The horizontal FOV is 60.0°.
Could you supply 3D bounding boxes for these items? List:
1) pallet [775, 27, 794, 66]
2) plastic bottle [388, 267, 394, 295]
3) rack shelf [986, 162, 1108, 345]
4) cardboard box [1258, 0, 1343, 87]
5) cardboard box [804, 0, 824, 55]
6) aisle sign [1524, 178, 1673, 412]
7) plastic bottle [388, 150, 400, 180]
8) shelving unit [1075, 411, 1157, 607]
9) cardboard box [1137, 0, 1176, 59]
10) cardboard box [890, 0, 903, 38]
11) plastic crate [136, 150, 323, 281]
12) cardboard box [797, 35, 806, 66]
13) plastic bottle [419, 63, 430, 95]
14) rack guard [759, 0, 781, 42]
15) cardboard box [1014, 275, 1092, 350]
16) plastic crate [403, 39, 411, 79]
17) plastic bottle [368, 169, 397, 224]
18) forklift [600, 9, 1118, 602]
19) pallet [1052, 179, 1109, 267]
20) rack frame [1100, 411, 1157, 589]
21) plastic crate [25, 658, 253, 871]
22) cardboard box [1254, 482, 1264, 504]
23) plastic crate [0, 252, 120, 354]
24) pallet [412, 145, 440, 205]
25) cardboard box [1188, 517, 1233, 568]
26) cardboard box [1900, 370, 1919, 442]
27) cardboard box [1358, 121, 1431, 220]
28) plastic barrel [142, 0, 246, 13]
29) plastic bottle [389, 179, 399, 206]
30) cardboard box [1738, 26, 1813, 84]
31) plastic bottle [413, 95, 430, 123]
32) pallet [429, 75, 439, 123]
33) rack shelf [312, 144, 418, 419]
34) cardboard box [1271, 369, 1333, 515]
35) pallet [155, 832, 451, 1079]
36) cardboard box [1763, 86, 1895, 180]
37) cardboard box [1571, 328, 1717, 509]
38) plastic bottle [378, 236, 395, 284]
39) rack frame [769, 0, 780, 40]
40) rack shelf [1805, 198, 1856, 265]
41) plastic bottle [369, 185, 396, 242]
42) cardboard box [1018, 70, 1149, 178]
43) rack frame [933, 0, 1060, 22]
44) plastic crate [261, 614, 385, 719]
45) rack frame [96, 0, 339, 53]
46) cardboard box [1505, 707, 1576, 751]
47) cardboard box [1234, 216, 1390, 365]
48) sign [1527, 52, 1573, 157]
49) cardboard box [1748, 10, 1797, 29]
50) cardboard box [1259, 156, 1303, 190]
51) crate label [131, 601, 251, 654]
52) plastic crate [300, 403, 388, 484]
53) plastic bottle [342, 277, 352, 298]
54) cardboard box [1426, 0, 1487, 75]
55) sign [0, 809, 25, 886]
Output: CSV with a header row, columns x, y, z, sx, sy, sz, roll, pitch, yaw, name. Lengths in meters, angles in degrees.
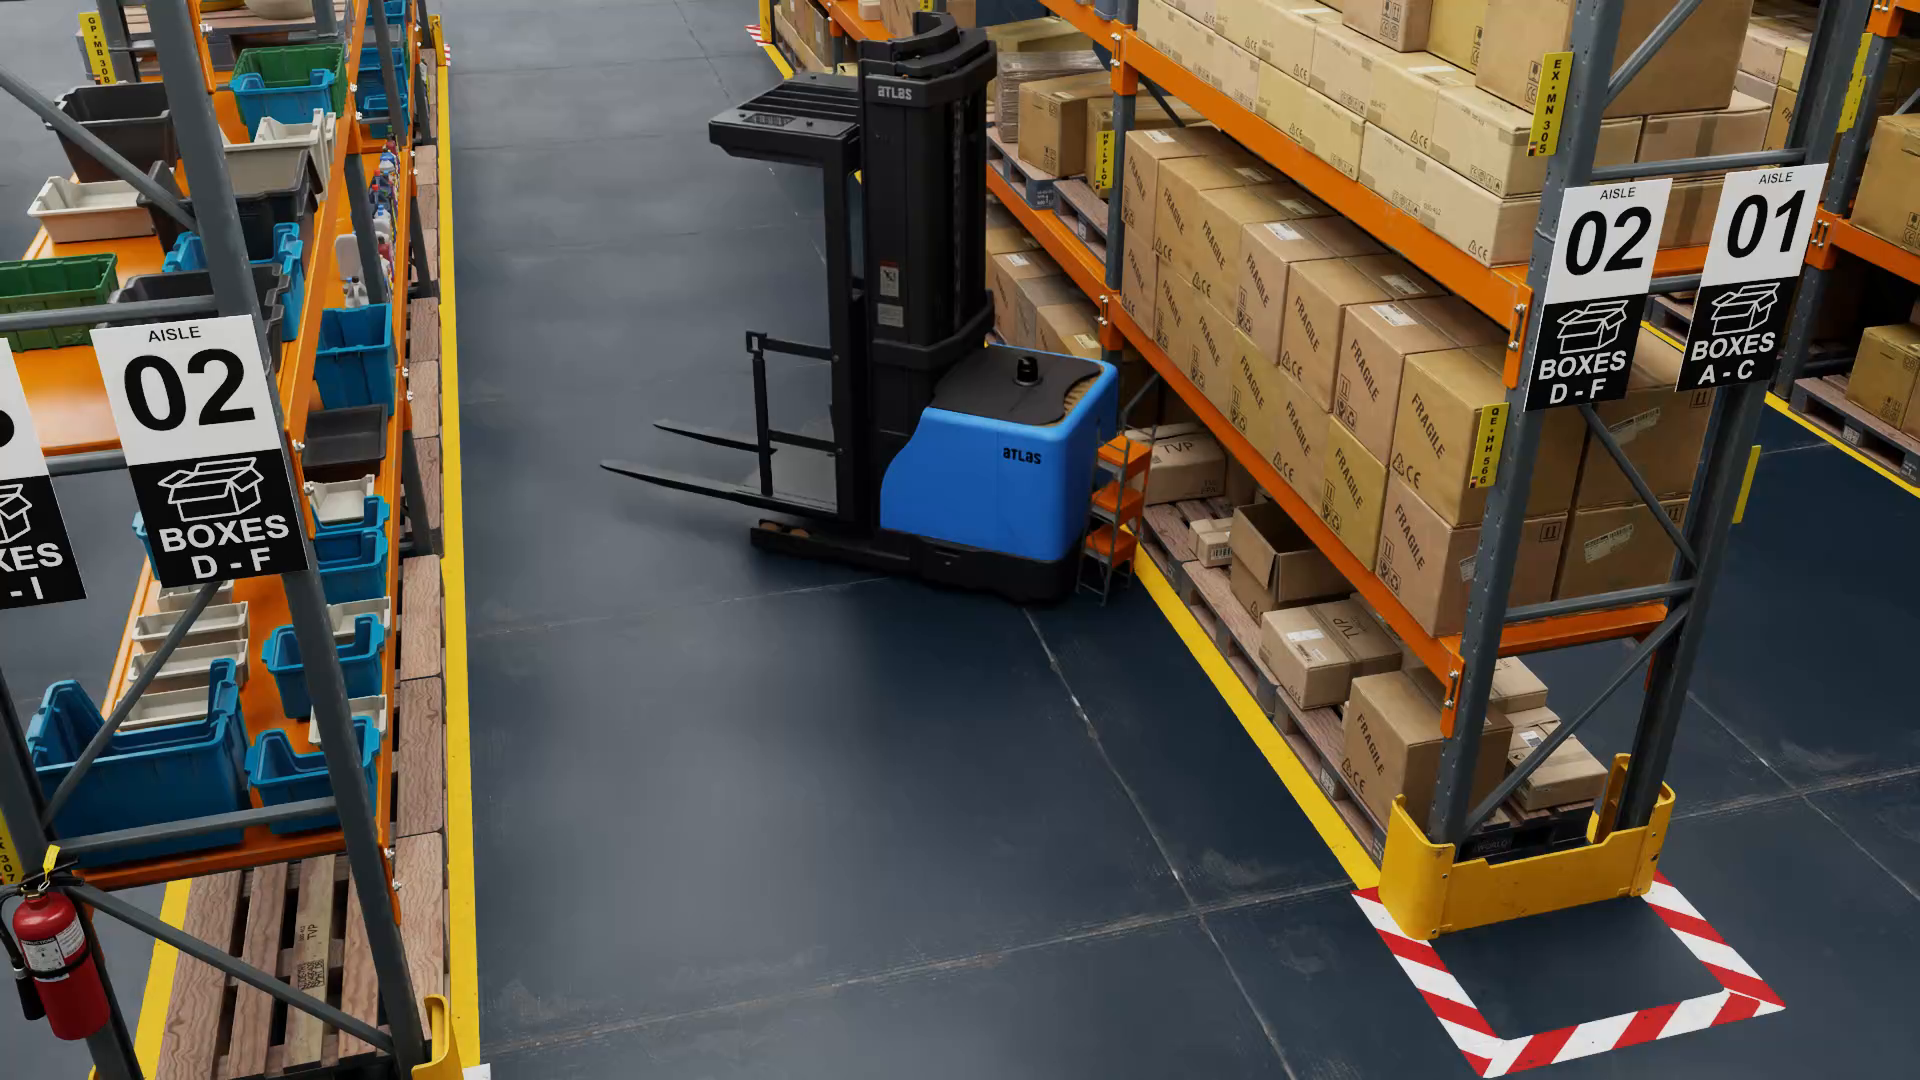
x,y,z,sx,sy,sz,roll,pitch,yaw,name
-1.601,-5.913,19.755,1.003,0.211,1.213,-8,31,-13,pallet
-3.319,-1.503,9.551,0.097,0.201,0.097,0,30,0,plastic bottle
0.810,-2.343,11.521,1.077,0.370,4.000,-8,31,-13,rack shelf
1.619,-2.144,7.116,0.500,0.250,0.500,-8,31,-13,cardboard box
-1.374,-5.547,17.916,0.500,0.500,0.500,-8,31,-13,cardboard box
2.125,-0.808,5.556,0.394,0.787,0.004,-8,31,-13,aisle sign
-3.904,-2.569,11.392,0.097,0.201,0.097,0,30,0,plastic bottle
0.833,-0.157,8.954,0.215,1.050,0.252,27,39,29,shelving unit
1.232,-2.654,8.496,0.500,0.250,0.500,-8,31,-13,cardboard box
-0.321,-4.726,14.821,0.500,0.500,0.500,-8,31,-13,cardboard box
-2.514,-1.145,5.802,0.504,0.338,0.767,-8,31,-13,plastic crate
-1.520,-5.462,18.518,0.500,0.250,0.500,-8,31,-13,cardboard box
-5.586,-4.770,17.203,0.144,0.351,0.185,-7,31,-11,plastic bottle
-1.850,-6.414,20.332,1.175,0.500,0.348,-8,31,-13,rack guard
0.678,-1.479,11.367,0.500,0.500,0.500,-7,31,-13,cardboard box
-4.825,-4.000,13.878,0.450,0.188,0.662,-8,31,-13,plastic crate
-3.673,-2.169,10.552,0.144,0.351,0.185,-8,31,-13,plastic bottle
-0.665,-1.395,9.235,3.031,2.935,1.130,12,32,19,forklift
1.234,-2.006,10.412,1.003,0.211,1.213,-8,31,-13,pallet
0.910,-0.204,9.036,0.200,1.050,0.008,27,39,29,rack frame
-2.643,0.722,5.412,0.616,0.435,0.499,-8,31,-13,plastic crate
1.923,-0.234,9.567,0.380,0.149,0.250,-8,31,-13,cardboard box
-2.911,-0.744,5.259,0.450,0.188,0.336,-8,31,-13,plastic crate
-5.313,-3.314,15.265,1.003,0.211,1.213,-8,31,-13,pallet
1.483,-0.004,9.152,0.380,0.166,0.250,-8,31,-13,cardboard box
6.346,-0.831,10.267,0.700,0.500,0.500,-8,31,-14,cardboard box
1.890,-1.446,6.409,0.500,0.250,0.500,-8,31,-13,cardboard box
-3.874,-3.007,8.349,0.600,0.588,0.600,0,30,0,plastic barrel
-3.749,-2.287,10.905,0.097,0.201,0.097,0,30,0,plastic bottle
5.619,-3.294,11.281,0.500,0.250,0.500,-7,31,-12,cardboard box
-5.333,-4.271,16.415,0.152,0.276,0.135,-7,31,-11,plastic bottle
-6.025,-4.609,17.501,1.003,0.211,1.213,-8,31,-13,pallet
-3.967,-1.686,10.387,1.077,0.370,4.000,-8,31,-13,rack shelf
1.753,-0.471,7.470,0.500,0.500,0.500,-8,31,-13,cardboard box
-2.555,1.704,6.595,1.003,0.211,1.213,-8,31,-13,pallet
5.750,-2.719,11.036,0.500,0.500,0.500,-8,31,-14,cardboard box
2.539,-0.482,6.490,0.500,0.500,0.500,-7,31,-12,cardboard box
-3.357,-1.644,9.712,0.061,0.283,0.133,-8,31,-13,plastic bottle
-1.844,-7.484,19.685,1.000,3.000,0.127,-8,31,-13,rack frame
5.585,-3.003,12.662,1.077,0.370,4.000,-8,31,-13,rack shelf
-3.589,-2.015,10.286,0.144,0.351,0.185,-8,31,-13,plastic bottle
0.813,-2.758,11.002,0.700,0.500,0.500,-16,34,-26,cardboard box
0.279,-3.620,13.010,1.000,3.000,0.127,-8,31,-13,rack frame
-2.297,0.466,6.058,0.416,0.233,0.300,-8,31,-13,plastic crate
-3.436,-3.628,7.035,1.000,3.000,0.127,-8,31,-13,rack frame
2.557,0.911,7.571,0.380,0.166,0.250,-8,31,-13,cardboard box
1.606,-1.152,7.649,0.500,0.500,0.500,-7,31,-12,cardboard box
1.862,-1.374,5.251,0.100,0.325,0.005,-8,31,-13,sign
5.484,-3.540,11.706,0.500,0.250,0.500,-7,31,-12,cardboard box
1.863,-1.707,8.607,0.500,0.500,0.500,-8,31,-14,cardboard box
-2.925,0.346,6.362,0.396,0.136,0.243,-8,31,-13,crate label
-2.880,-0.433,7.719,0.437,0.125,0.590,-8,31,-13,plastic crate
-3.404,-1.371,9.322,0.097,0.201,0.097,0,30,0,plastic bottle
2.199,-2.029,6.169,0.700,0.500,0.500,-8,31,-13,cardboard box
-2.900,0.911,5.019,0.100,0.325,0.005,-8,31,-13,sign
